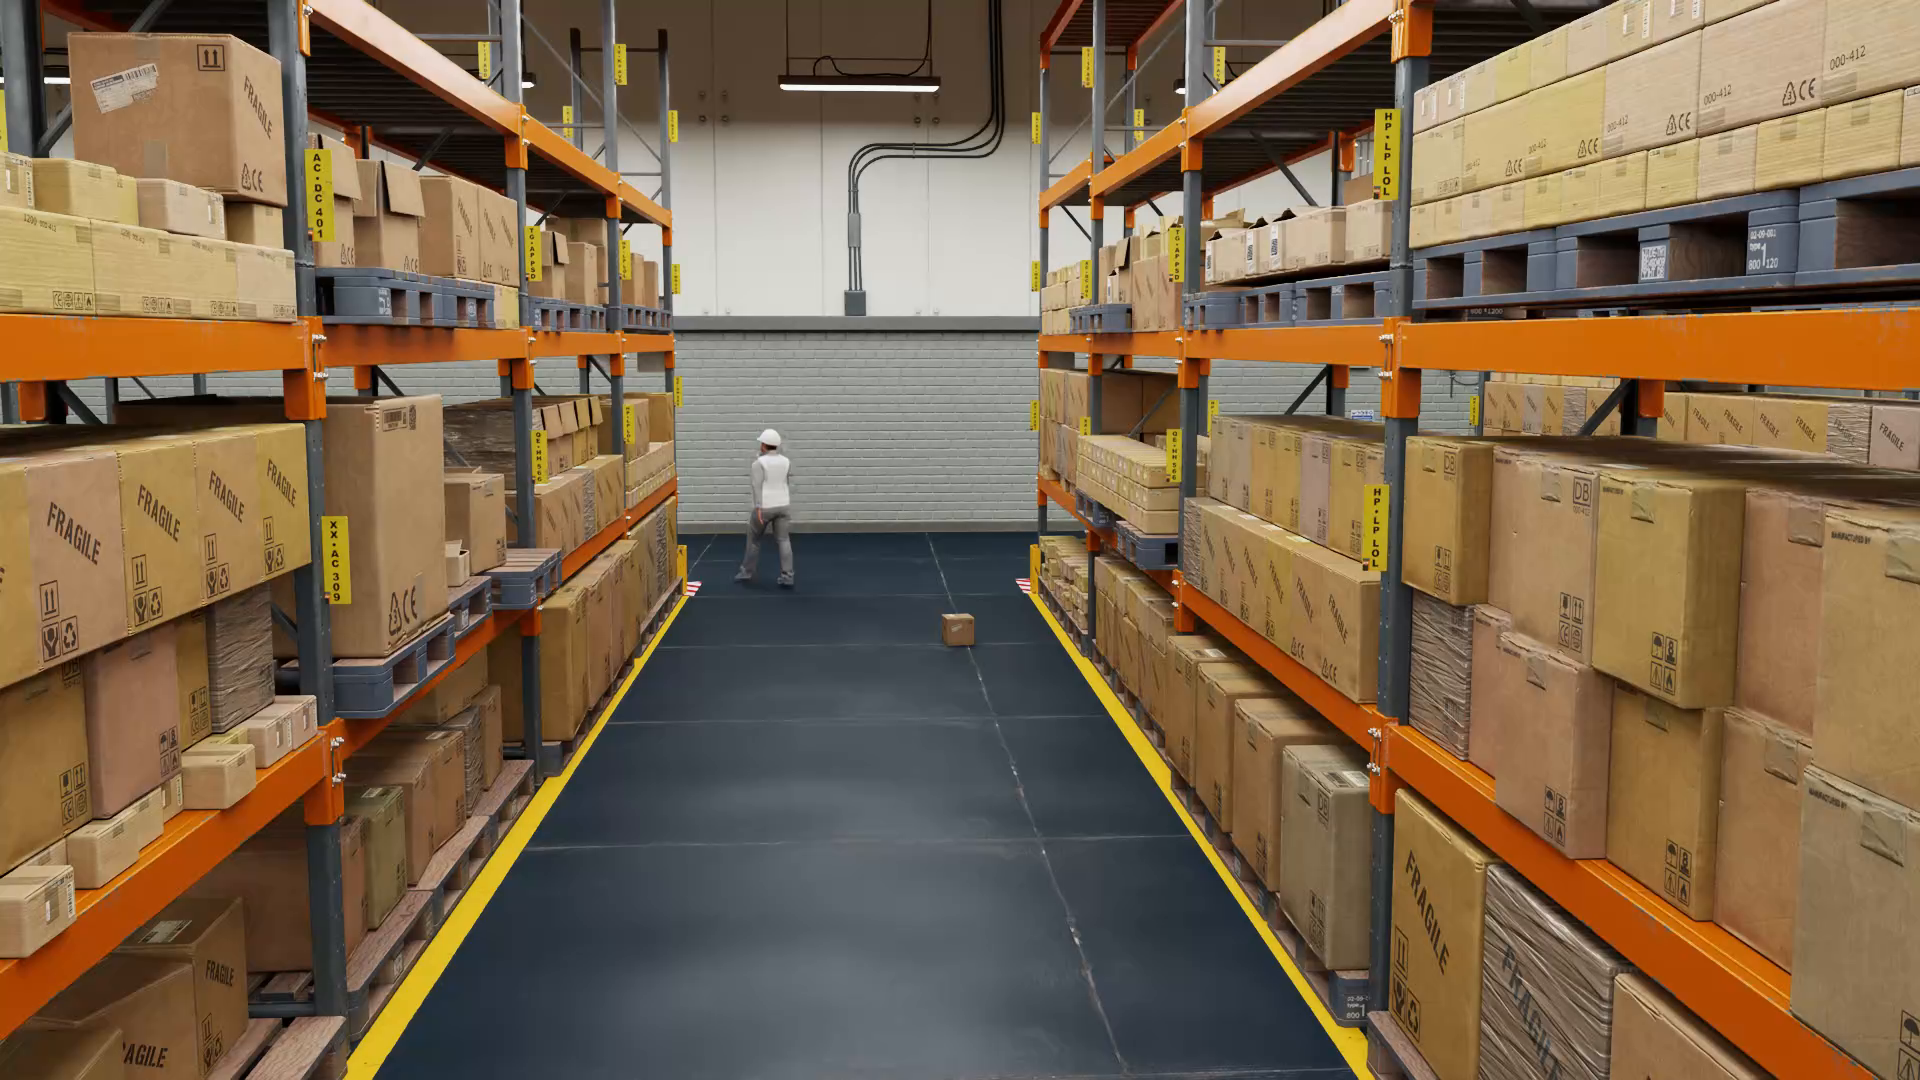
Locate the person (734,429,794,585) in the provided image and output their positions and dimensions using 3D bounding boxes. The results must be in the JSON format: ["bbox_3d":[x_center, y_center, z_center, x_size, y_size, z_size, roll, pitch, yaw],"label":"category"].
[{"bbox_3d":[-2.184,-0.384,18.740,0.539,1.737,0.945,-5,8,-34],"label":"person"}]
